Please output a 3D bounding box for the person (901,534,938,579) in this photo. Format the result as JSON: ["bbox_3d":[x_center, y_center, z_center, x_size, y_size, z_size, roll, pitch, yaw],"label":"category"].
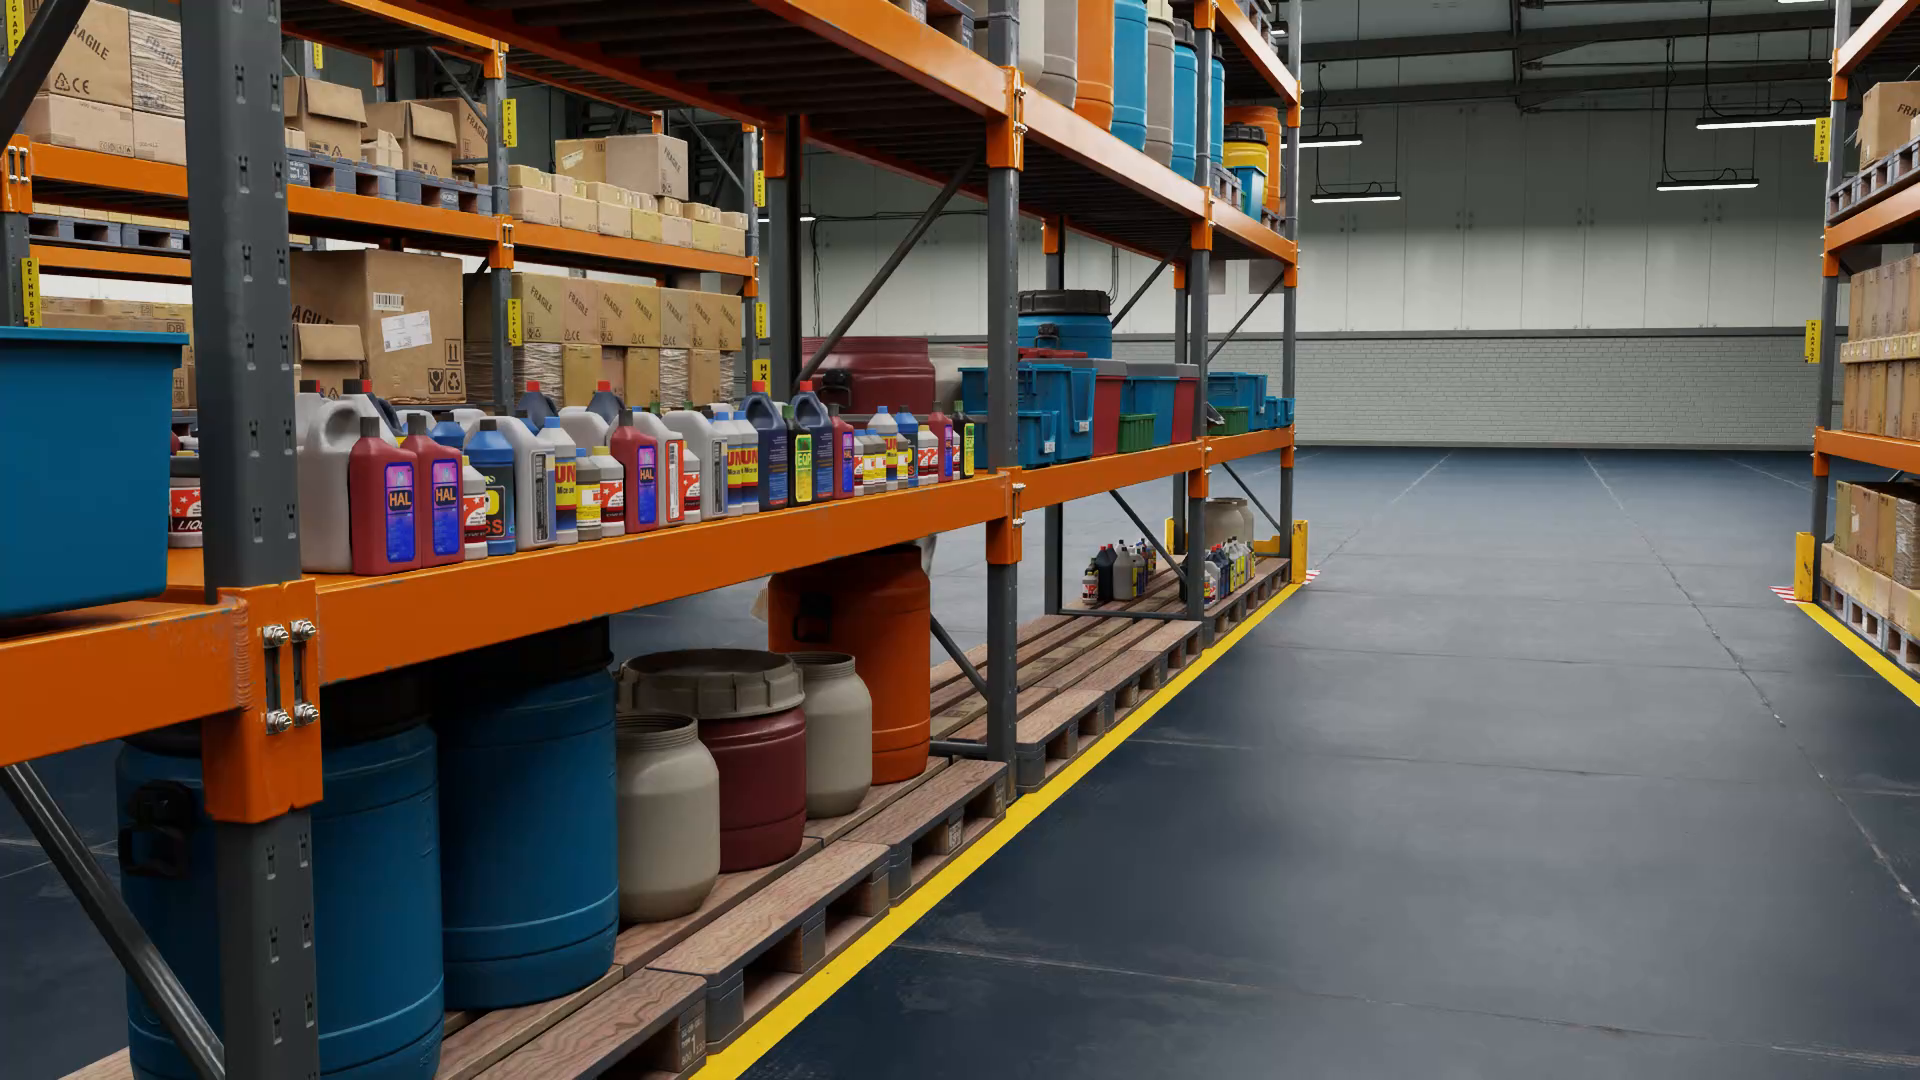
[{"bbox_3d":[-0.262,-0.251,11.470,0.514,1.702,0.692,1,5,8],"label":"person"}]
